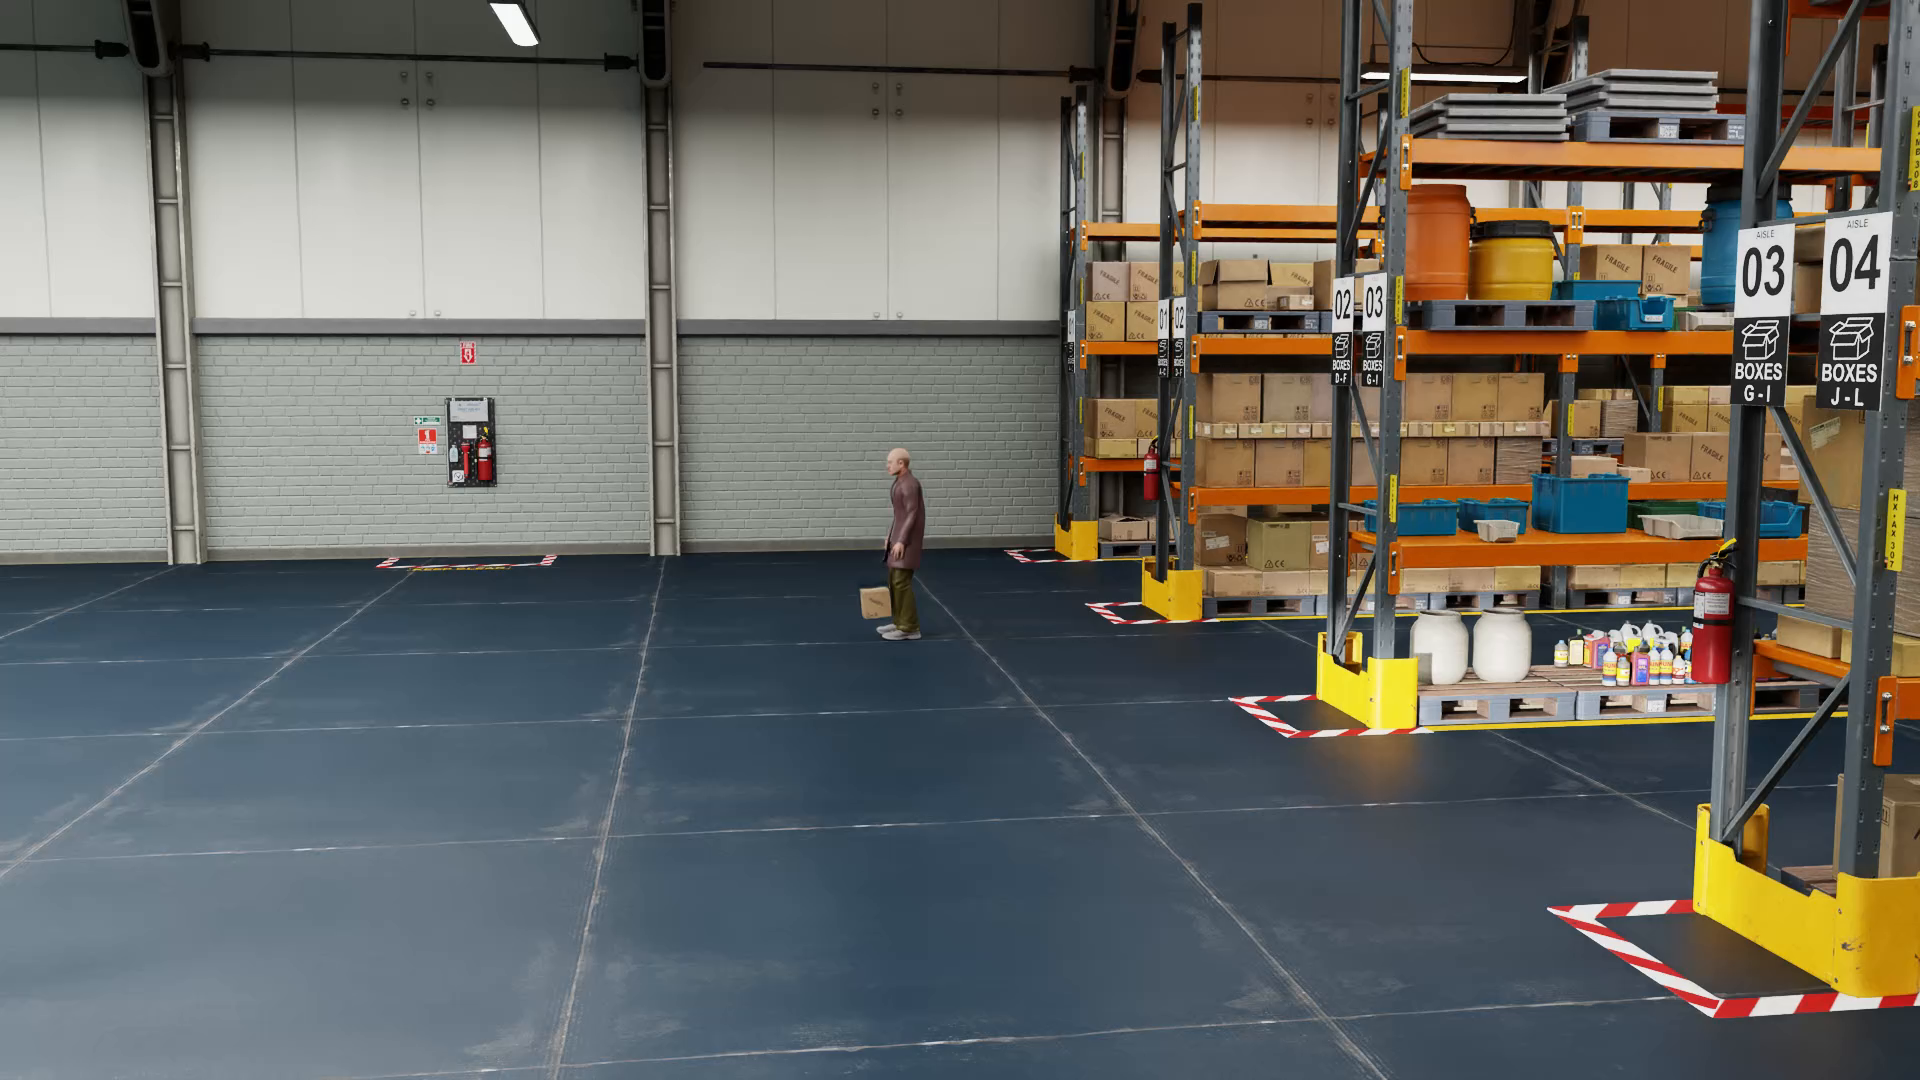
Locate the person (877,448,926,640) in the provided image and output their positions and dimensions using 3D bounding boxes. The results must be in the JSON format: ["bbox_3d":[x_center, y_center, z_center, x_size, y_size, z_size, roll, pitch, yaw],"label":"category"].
[{"bbox_3d":[-0.539,0.031,15.490,0.425,1.775,0.601,-1,6,-10],"label":"person"}]
